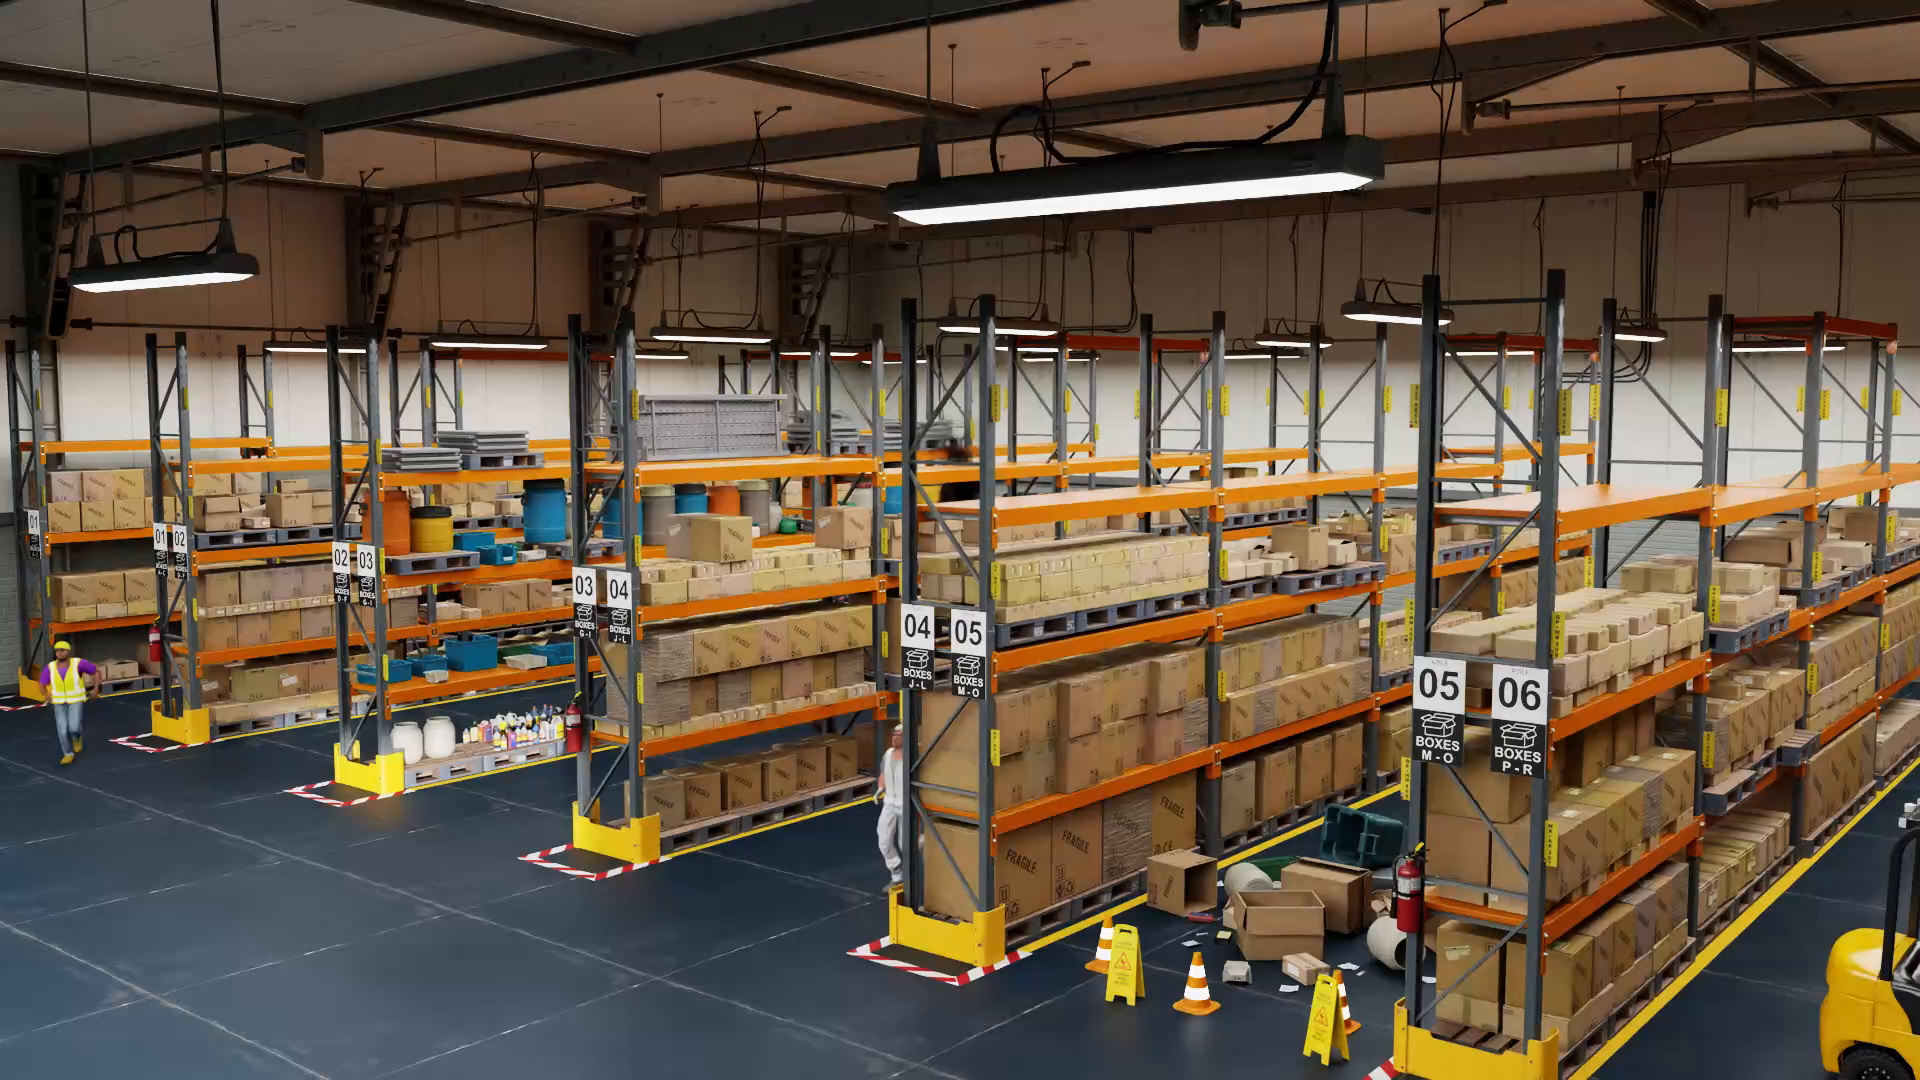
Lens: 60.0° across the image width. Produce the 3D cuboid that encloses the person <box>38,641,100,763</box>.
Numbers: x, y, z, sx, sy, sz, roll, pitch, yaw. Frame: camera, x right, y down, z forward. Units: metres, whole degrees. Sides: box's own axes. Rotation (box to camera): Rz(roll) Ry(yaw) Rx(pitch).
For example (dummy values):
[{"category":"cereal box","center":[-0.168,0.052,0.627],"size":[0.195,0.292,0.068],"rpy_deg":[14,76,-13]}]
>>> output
[{"category":"person","center":[-12.299,2.243,22.941],"size":[0.739,1.717,0.657],"rpy_deg":[-1,5,-16]}]

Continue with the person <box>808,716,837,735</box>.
[{"category":"person","center":[-1.901,2.229,23.536],"size":[0.566,1.629,0.550],"rpy_deg":[3,6,32]}]

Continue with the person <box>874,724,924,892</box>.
[{"category":"person","center":[-0.578,2.756,17.334],"size":[0.676,1.724,0.675],"rpy_deg":[3,6,31]}]
